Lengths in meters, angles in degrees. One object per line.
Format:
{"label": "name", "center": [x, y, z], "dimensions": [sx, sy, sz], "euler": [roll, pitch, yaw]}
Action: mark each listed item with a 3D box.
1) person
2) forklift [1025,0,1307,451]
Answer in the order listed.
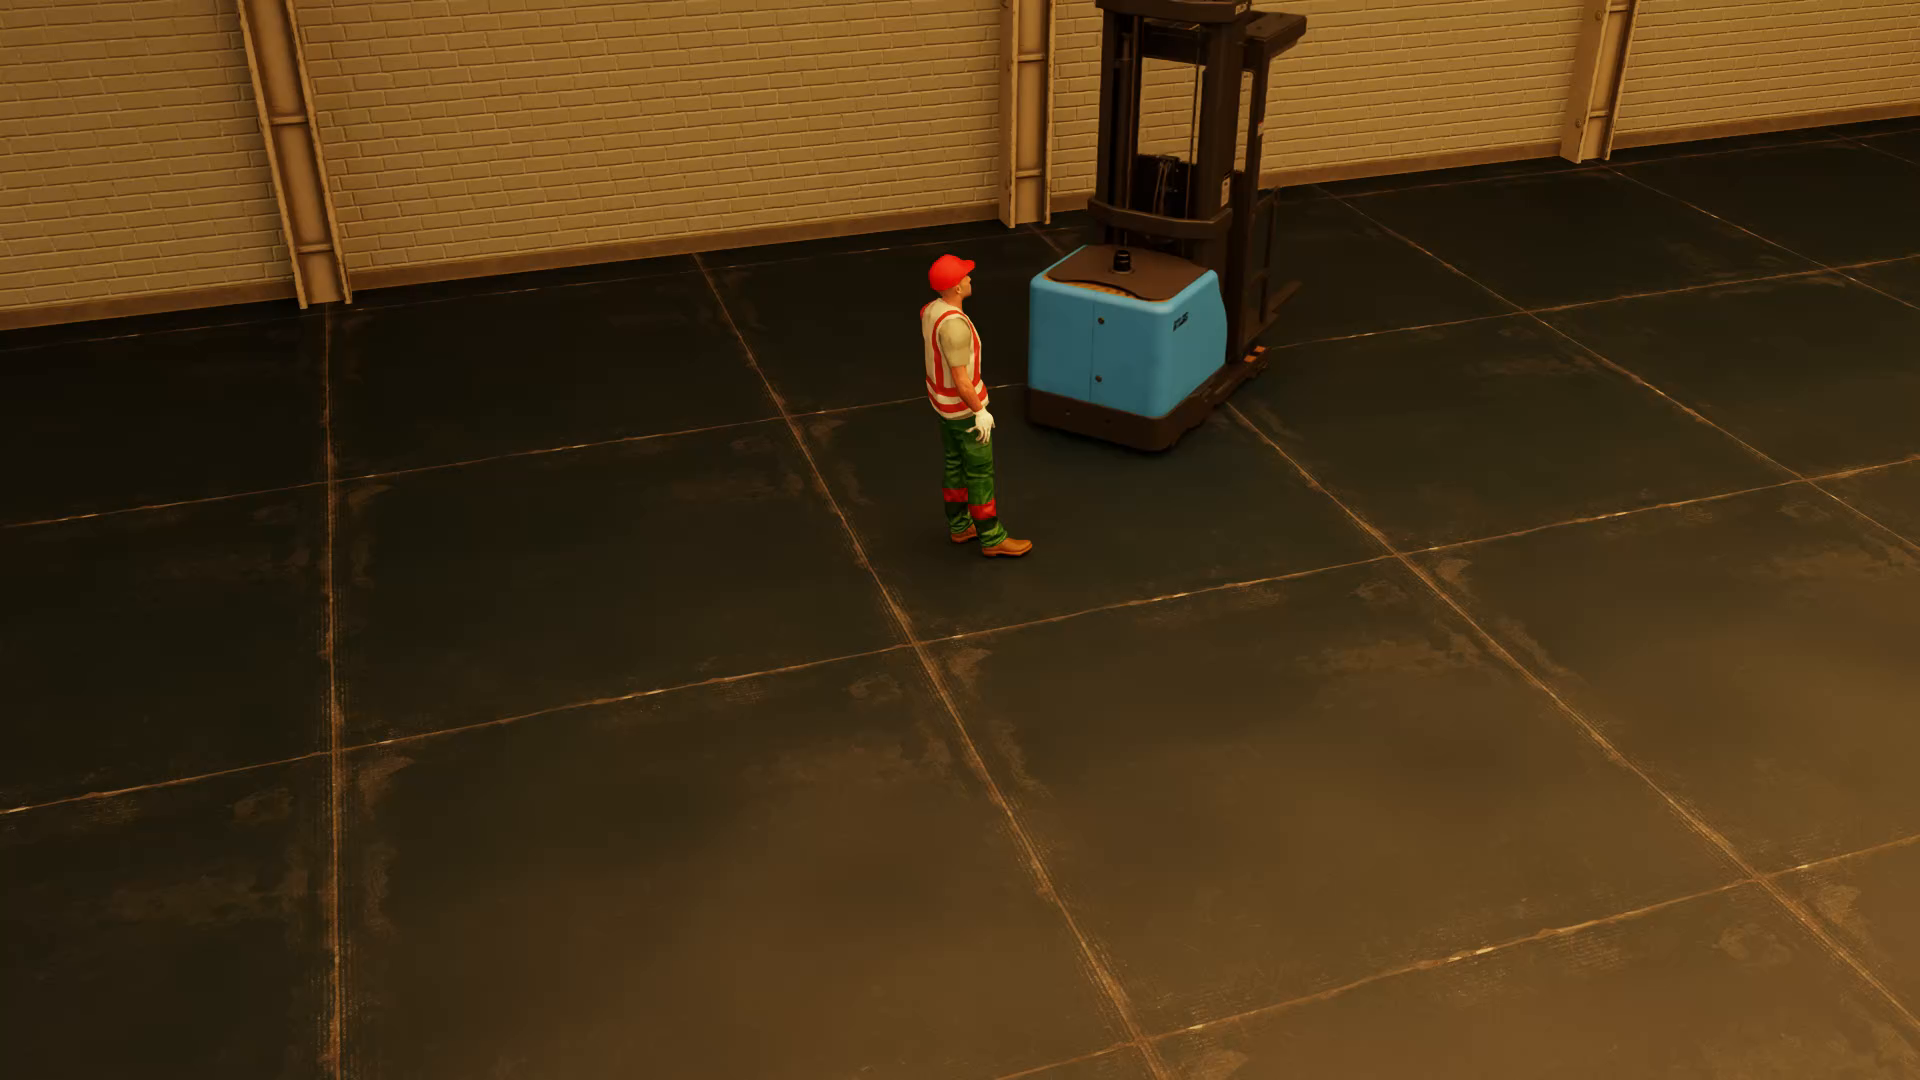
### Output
{"label": "person", "center": [0.080, -0.789, 9.590], "dimensions": [0.562, 1.789, 0.638], "euler": [-10, 31, -16]}
{"label": "forklift", "center": [1.631, -2.550, 11.519], "dimensions": [1.130, 2.935, 3.031], "euler": [17, 34, 26]}
